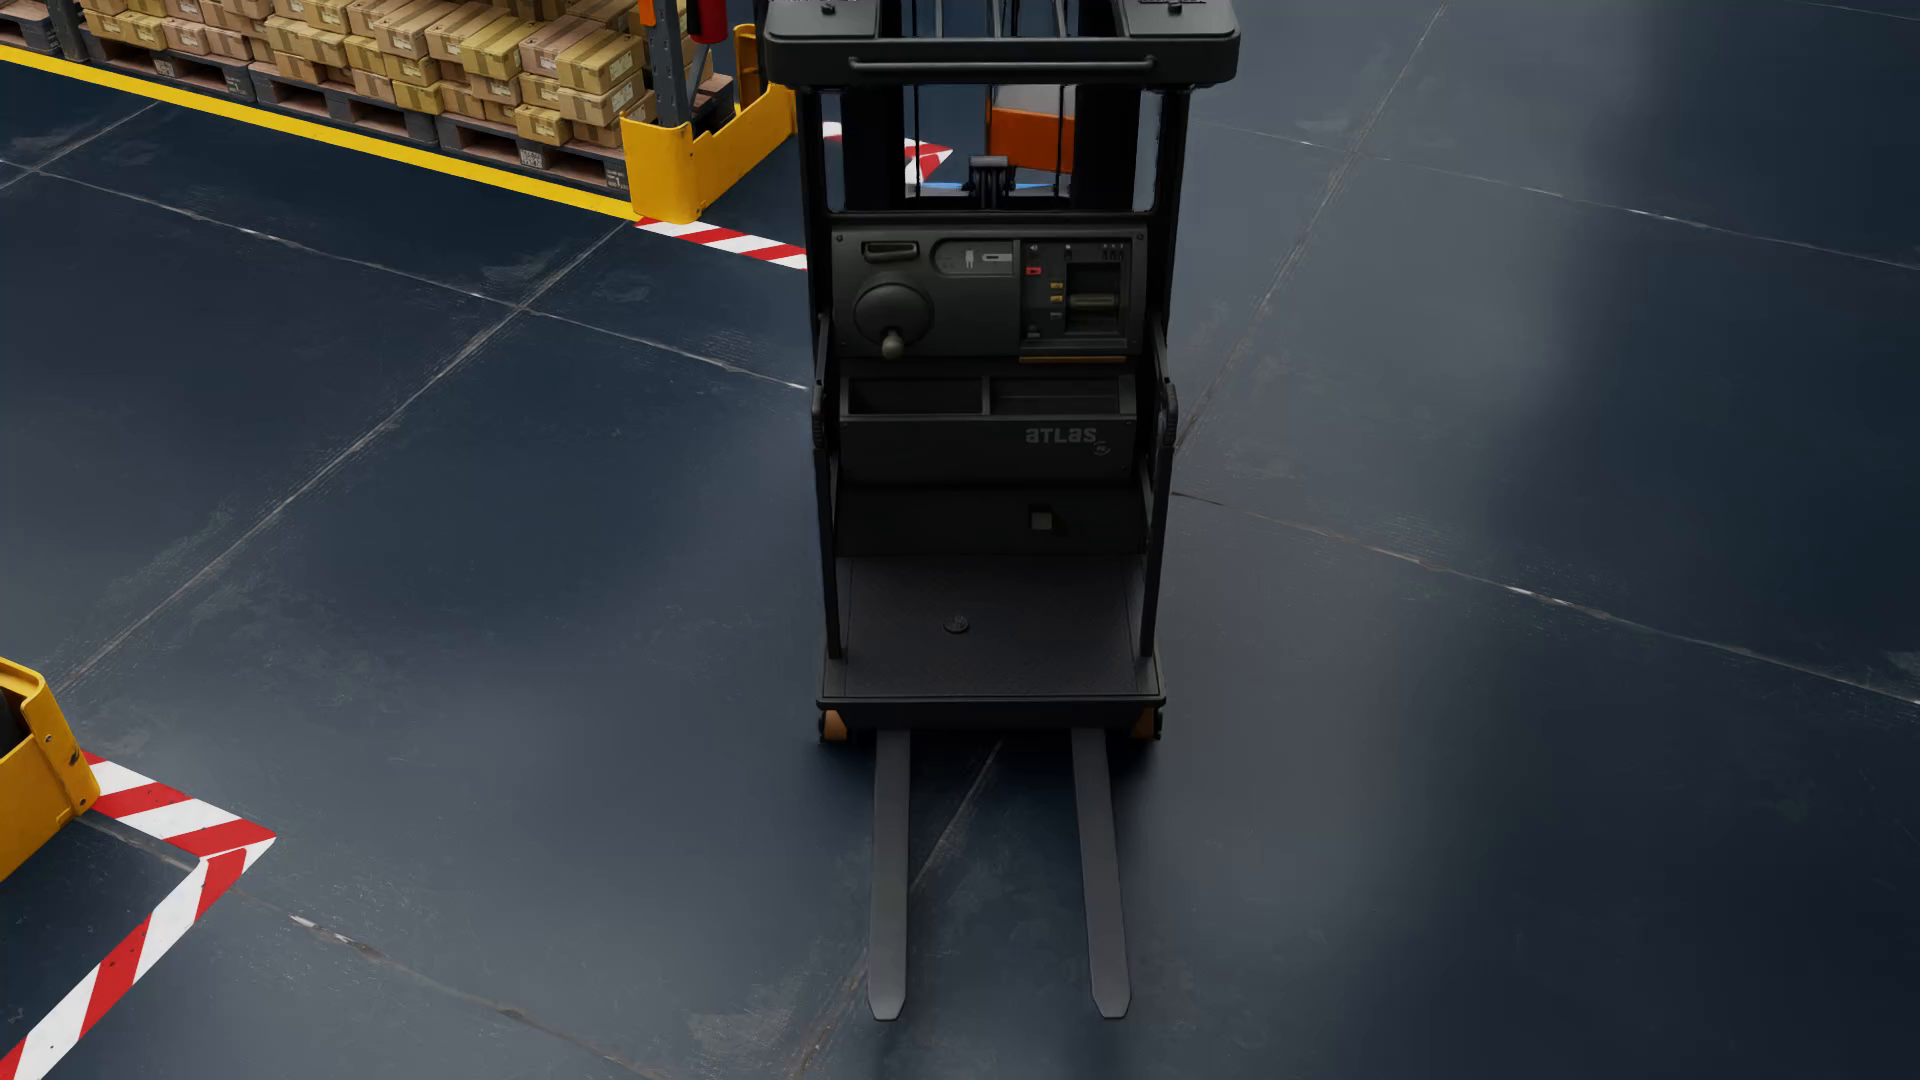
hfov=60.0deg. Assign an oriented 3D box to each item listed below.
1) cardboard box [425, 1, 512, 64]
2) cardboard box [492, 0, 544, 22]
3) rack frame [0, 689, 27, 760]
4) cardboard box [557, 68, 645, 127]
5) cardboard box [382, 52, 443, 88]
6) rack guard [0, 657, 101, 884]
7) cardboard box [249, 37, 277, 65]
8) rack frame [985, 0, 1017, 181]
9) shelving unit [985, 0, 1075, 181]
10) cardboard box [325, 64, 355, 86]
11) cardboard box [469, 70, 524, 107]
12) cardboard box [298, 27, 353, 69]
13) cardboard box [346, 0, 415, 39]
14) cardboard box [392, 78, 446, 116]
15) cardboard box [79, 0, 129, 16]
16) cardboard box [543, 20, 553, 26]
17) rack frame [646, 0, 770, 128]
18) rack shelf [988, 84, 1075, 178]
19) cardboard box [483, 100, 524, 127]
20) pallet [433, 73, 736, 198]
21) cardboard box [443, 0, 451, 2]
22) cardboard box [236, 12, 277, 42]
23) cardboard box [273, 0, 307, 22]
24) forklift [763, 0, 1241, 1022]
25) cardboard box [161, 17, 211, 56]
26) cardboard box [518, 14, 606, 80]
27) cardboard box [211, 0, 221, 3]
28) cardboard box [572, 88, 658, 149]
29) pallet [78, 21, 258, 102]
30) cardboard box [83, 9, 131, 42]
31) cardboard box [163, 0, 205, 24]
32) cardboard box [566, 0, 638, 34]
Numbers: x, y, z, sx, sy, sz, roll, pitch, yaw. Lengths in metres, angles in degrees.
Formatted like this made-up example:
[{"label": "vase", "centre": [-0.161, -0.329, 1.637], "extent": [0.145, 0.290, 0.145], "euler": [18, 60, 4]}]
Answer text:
[{"label": "cardboard box", "centre": [-2.434, -2.520, 8.269], "extent": [0.250, 0.149, 0.380], "euler": [15, 43, 17]}, {"label": "cardboard box", "centre": [-2.213, -2.832, 8.628], "extent": [0.250, 0.149, 0.380], "euler": [15, 43, 17]}, {"label": "rack frame", "centre": [-3.148, -0.042, 4.008], "extent": [0.127, 3.000, 1.000], "euler": [17, 44, 19]}, {"label": "cardboard box", "centre": [-1.746, -2.179, 8.102], "extent": [0.250, 0.149, 0.380], "euler": [16, 43, 18]}, {"label": "cardboard box", "centre": [-2.692, -2.457, 8.424], "extent": [0.250, 0.149, 0.380], "euler": [18, 44, 19]}, {"label": "rack guard", "centre": [-3.127, 0.909, 4.820], "extent": [0.348, 0.500, 1.175], "euler": [17, 44, 19]}, {"label": "cardboard box", "centre": [-3.580, -2.700, 8.931], "extent": [0.250, 0.149, 0.380], "euler": [15, 43, 17]}, {"label": "rack frame", "centre": [0.157, -1.575, 6.464], "extent": [0.015, 2.100, 0.400], "euler": [11, 42, 12]}, {"label": "shelving unit", "centre": [0.392, -1.531, 6.413], "extent": [0.503, 2.100, 0.431], "euler": [11, 42, 12]}, {"label": "cardboard box", "centre": [-3.115, -2.543, 8.750], "extent": [0.250, 0.149, 0.380], "euler": [18, 44, 20]}, {"label": "cardboard box", "centre": [-2.218, -2.322, 8.267], "extent": [0.250, 0.149, 0.380], "euler": [15, 43, 17]}, {"label": "cardboard box", "centre": [-3.178, -2.599, 8.588], "extent": [0.250, 0.149, 0.380], "euler": [17, 44, 19]}, {"label": "cardboard box", "centre": [-2.893, -2.700, 8.477], "extent": [0.250, 0.149, 0.380], "euler": [16, 43, 17]}, {"label": "cardboard box", "centre": [-2.678, -2.341, 8.517], "extent": [0.250, 0.149, 0.380], "euler": [15, 43, 17]}, {"label": "cardboard box", "centre": [-4.579, -3.019, 9.072], "extent": [0.250, 0.149, 0.380], "euler": [19, 44, 21]}, {"label": "cardboard box", "centre": [-1.997, -2.624, 8.616], "extent": [0.250, 0.149, 0.380], "euler": [18, 44, 19]}, {"label": "rack frame", "centre": [-1.147, -3.008, 7.431], "extent": [0.127, 3.000, 1.000], "euler": [17, 44, 19]}, {"label": "rack shelf", "centre": [0.392, -1.521, 6.422], "extent": [0.480, 0.518, 0.431], "euler": [11, 42, 12]}, {"label": "cardboard box", "centre": [-2.191, -2.247, 8.408], "extent": [0.250, 0.149, 0.380], "euler": [17, 44, 18]}, {"label": "pallet", "centre": [-1.937, -2.222, 8.652], "extent": [1.213, 0.211, 1.003], "euler": [17, 44, 19]}, {"label": "cardboard box", "centre": [-2.679, -3.014, 8.839], "extent": [0.250, 0.149, 0.380], "euler": [18, 44, 19]}, {"label": "cardboard box", "centre": [-3.593, -2.790, 8.808], "extent": [0.250, 0.149, 0.380], "euler": [19, 44, 21]}, {"label": "cardboard box", "centre": [-3.349, -2.847, 8.647], "extent": [0.250, 0.149, 0.380], "euler": [15, 43, 17]}, {"label": "forklift", "centre": [0.092, -0.653, 4.765], "extent": [1.130, 2.935, 3.031], "euler": [0, 41, 0]}, {"label": "cardboard box", "centre": [-4.089, -2.794, 9.039], "extent": [0.250, 0.149, 0.380], "euler": [17, 44, 18]}, {"label": "cardboard box", "centre": [-1.937, -2.414, 8.147], "extent": [0.250, 0.149, 0.380], "euler": [18, 44, 19]}, {"label": "cardboard box", "centre": [-3.827, -2.993, 8.815], "extent": [0.250, 0.149, 0.380], "euler": [16, 43, 18]}, {"label": "cardboard box", "centre": [-1.712, -2.112, 8.252], "extent": [0.250, 0.149, 0.380], "euler": [18, 44, 19]}, {"label": "pallet", "centre": [-4.148, -2.897, 9.431], "extent": [1.213, 0.211, 1.003], "euler": [17, 44, 19]}, {"label": "cardboard box", "centre": [-4.578, -2.906, 9.168], "extent": [0.250, 0.149, 0.380], "euler": [15, 43, 17]}, {"label": "cardboard box", "centre": [-4.076, -2.957, 9.000], "extent": [0.250, 0.149, 0.380], "euler": [17, 44, 18]}, {"label": "cardboard box", "centre": [-1.779, -2.666, 8.438], "extent": [0.250, 0.149, 0.380], "euler": [18, 44, 19]}]
